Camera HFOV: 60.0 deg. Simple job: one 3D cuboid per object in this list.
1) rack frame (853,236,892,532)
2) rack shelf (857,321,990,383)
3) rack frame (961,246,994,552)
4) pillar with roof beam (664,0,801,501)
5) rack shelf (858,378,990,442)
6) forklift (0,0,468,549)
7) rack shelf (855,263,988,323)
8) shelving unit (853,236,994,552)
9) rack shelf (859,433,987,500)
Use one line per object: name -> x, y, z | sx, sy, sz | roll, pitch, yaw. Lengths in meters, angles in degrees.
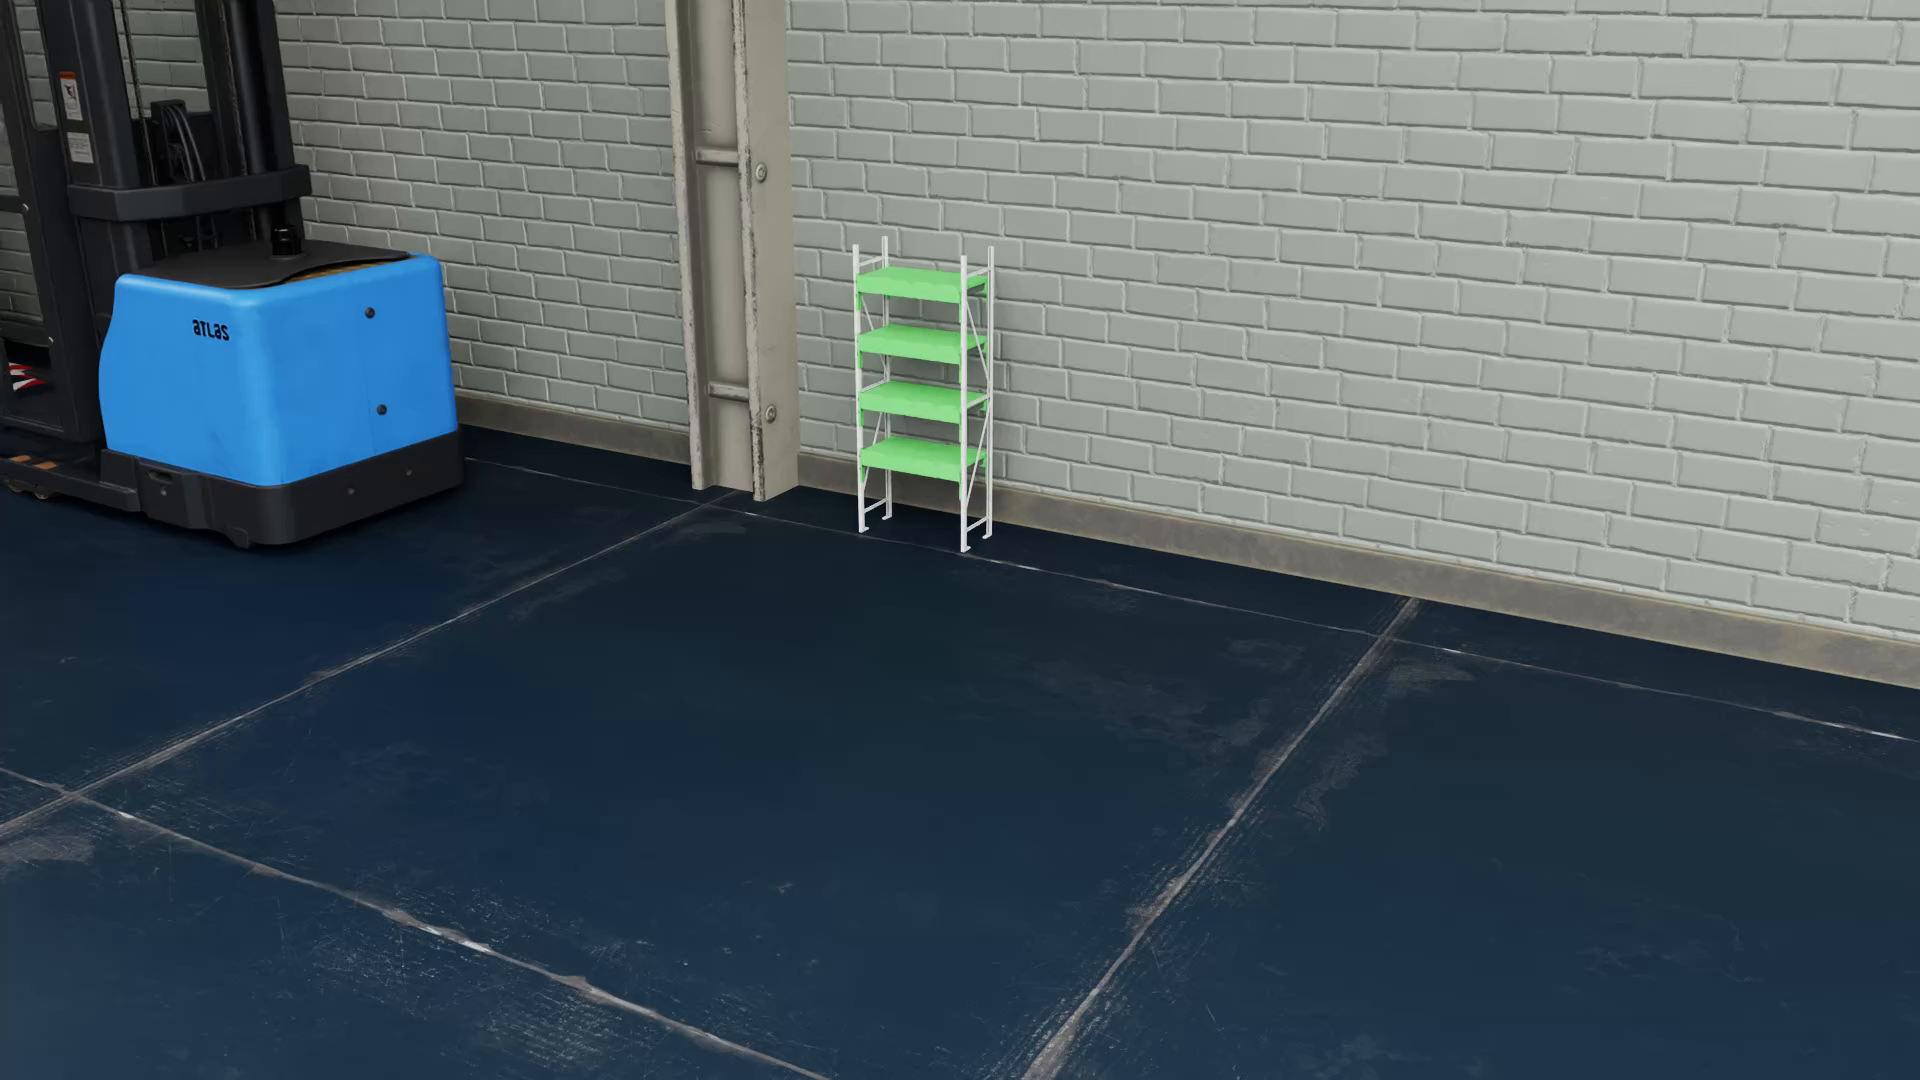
rack frame -> -0.358, -0.632, 6.848 | 0.015, 1.200, 0.240 | 11, 23, 27
rack shelf -> -0.145, -0.757, 6.676 | 0.480, 0.148, 0.258 | 11, 23, 27
rack frame -> 0.068, -0.551, 6.624 | 0.015, 1.200, 0.240 | 11, 23, 27
pillar with roof beam -> -3.065, -3.196, 2.480 | 0.400, 9.000, 9.100 | 11, 23, 27
rack shelf -> -0.145, -0.531, 6.758 | 0.480, 0.148, 0.258 | 11, 23, 27
forklift -> -3.713, -1.697, 7.245 | 3.031, 2.935, 1.130 | 12, 23, 29
rack shelf -> -0.145, -0.983, 6.594 | 0.480, 0.148, 0.258 | 11, 23, 27
shelving unit -> -0.145, -0.592, 6.736 | 0.503, 1.200, 0.258 | 11, 23, 27
rack shelf -> -0.145, -0.306, 6.840 | 0.480, 0.148, 0.258 | 11, 23, 27
